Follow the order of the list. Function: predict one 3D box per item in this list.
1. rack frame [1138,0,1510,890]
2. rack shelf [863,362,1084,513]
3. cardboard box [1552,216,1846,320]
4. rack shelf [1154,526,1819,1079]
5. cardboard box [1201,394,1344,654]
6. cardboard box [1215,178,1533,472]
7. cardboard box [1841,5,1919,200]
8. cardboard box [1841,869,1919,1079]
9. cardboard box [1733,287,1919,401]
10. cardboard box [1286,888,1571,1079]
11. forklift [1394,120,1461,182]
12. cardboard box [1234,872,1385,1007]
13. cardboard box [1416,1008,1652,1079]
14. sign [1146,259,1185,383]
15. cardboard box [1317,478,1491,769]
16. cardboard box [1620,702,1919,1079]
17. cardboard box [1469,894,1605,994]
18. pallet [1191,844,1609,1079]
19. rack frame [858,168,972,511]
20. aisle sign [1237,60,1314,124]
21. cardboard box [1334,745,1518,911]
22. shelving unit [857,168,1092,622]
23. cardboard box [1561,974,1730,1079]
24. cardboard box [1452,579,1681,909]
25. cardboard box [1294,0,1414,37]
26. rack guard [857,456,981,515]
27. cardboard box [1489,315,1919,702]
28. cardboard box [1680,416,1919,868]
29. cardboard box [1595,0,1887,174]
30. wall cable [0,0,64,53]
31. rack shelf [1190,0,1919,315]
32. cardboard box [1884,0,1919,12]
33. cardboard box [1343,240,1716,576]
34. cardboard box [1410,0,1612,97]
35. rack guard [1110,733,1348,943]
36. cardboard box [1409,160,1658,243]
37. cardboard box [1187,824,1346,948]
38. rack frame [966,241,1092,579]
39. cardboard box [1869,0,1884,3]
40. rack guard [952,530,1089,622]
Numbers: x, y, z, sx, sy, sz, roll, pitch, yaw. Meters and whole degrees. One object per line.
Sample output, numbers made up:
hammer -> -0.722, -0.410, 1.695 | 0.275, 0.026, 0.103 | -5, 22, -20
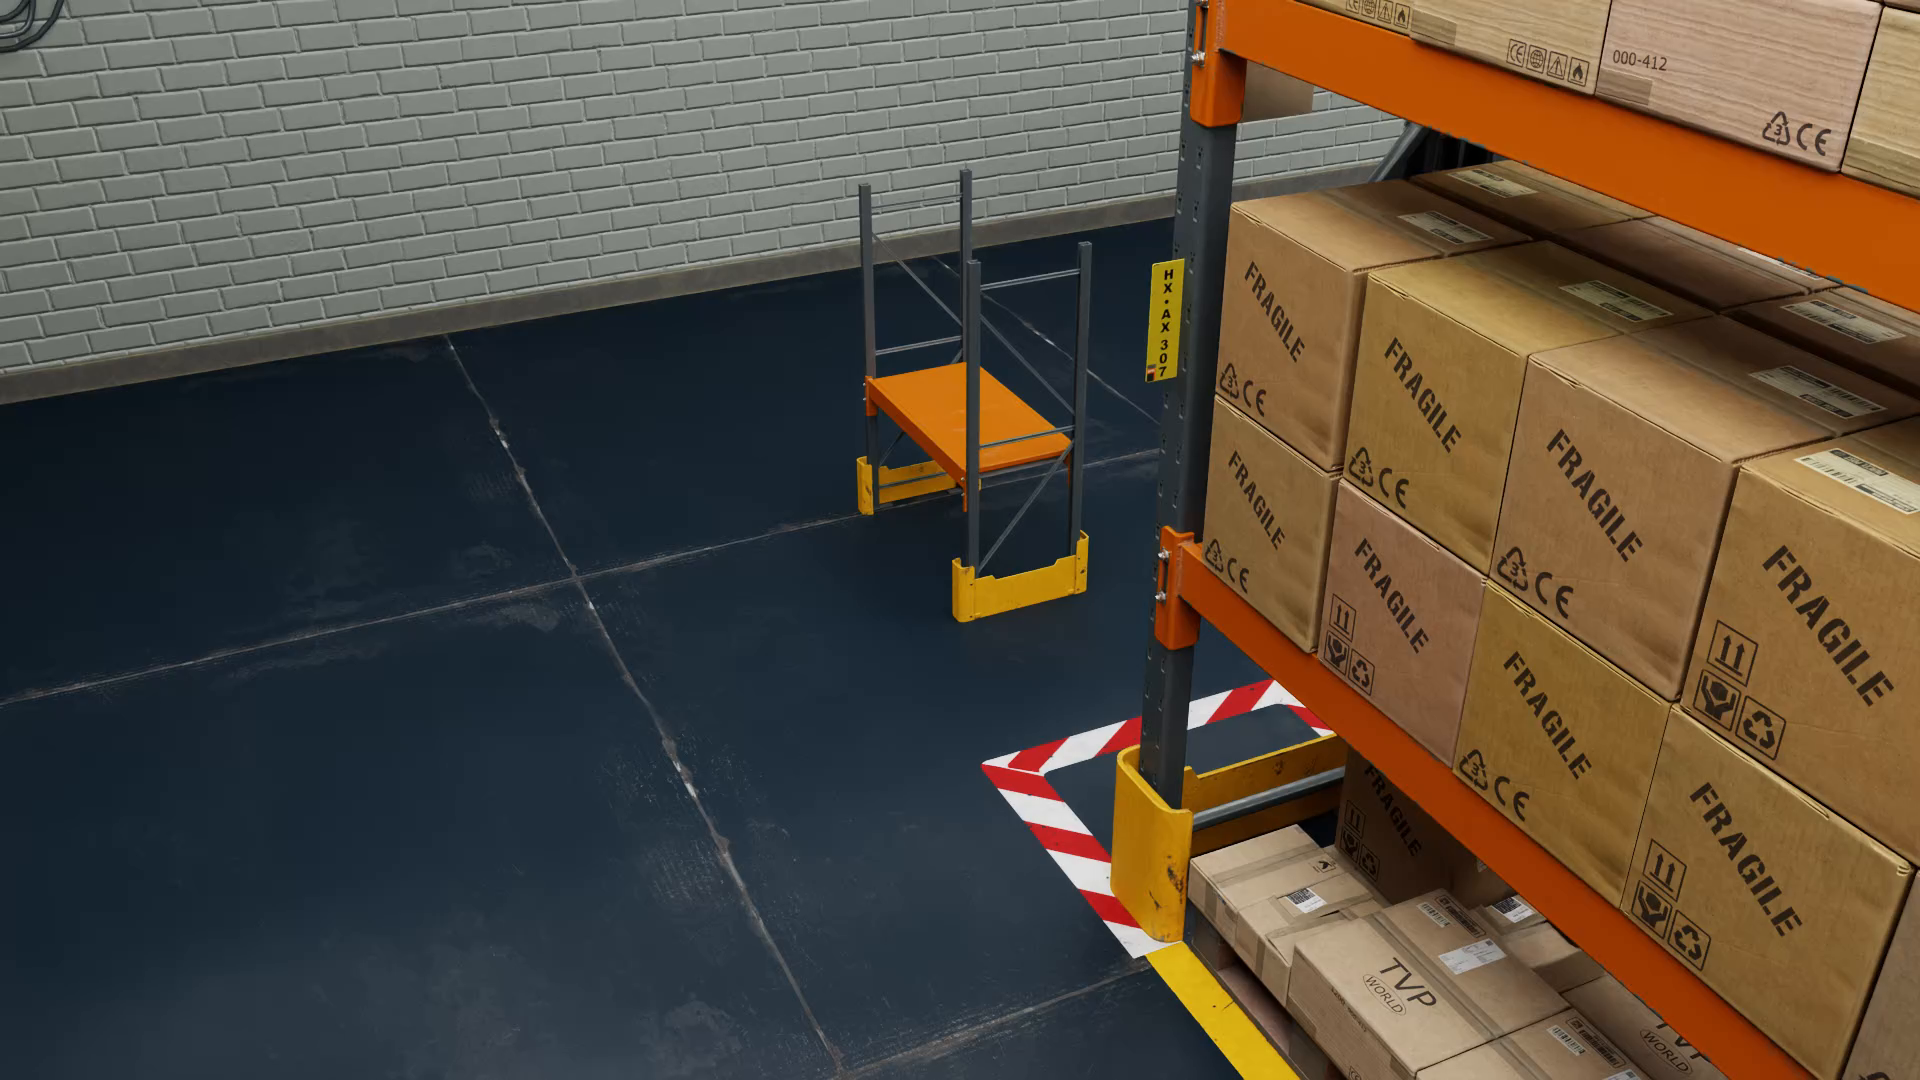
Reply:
rack frame -> 1.024, -0.303, 4.723 | 1.000, 3.000, 0.127 | -13, 32, -22
rack shelf -> 0.037, -0.460, 6.904 | 0.538, 0.185, 1.000 | -13, 32, -22
cardboard box -> 1.681, -0.421, 3.809 | 0.500, 0.500, 0.500 | -12, 32, -21
rack shelf -> 1.882, 0.895, 3.323 | 1.077, 0.370, 4.000 | -13, 32, -22
cardboard box -> 0.976, -0.095, 4.250 | 0.500, 0.500, 0.500 | -12, 32, -21
cardboard box -> 0.976, -0.531, 4.006 | 0.500, 0.500, 0.500 | -12, 31, -20
cardboard box -> 1.654, -0.602, 2.343 | 0.500, 0.250, 0.500 | -13, 32, -22
cardboard box -> 1.849, 0.800, 2.655 | 0.500, 0.500, 0.500 | -12, 32, -21
cardboard box -> 1.908, -0.193, 3.402 | 0.500, 0.500, 0.500 | -12, 32, -21
cardboard box -> 1.216, 1.225, 4.360 | 0.500, 0.250, 0.500 | -13, 32, -22
forklift -> 2.636, -1.466, 6.868 | 3.031, 2.935, 1.130 | -3, 29, -6
cardboard box -> 1.000, 1.109, 4.653 | 0.380, 0.166, 0.250 | -13, 32, -22
cardboard box -> 1.430, 1.446, 3.966 | 0.500, 0.250, 0.500 | -13, 32, -22
sign -> 0.534, -0.566, 4.308 | 0.100, 0.325, 0.005 | -13, 32, -22
cardboard box -> 1.202, 0.132, 3.846 | 0.500, 0.500, 0.500 | -13, 32, -22
cardboard box -> 1.628, 0.575, 3.055 | 0.500, 0.500, 0.500 | -13, 32, -21
cardboard box -> 1.572, 1.127, 4.620 | 0.380, 0.166, 0.250 | -13, 32, -22
pallet -> 1.399, 1.299, 4.718 | 1.003, 0.211, 1.213 | -13, 32, -22
rack frame -> -0.182, -0.841, 7.216 | 0.500, 1.500, 0.032 | -13, 32, -22
aisle sign -> 0.729, -1.405, 4.031 | 0.394, 0.787, 0.004 | -13, 32, -22
cardboard box -> 1.480, 0.784, 4.891 | 0.500, 0.500, 0.500 | -13, 32, -22
shelving unit -> 0.033, -0.620, 6.823 | 0.587, 1.500, 1.083 | -13, 32, -22
cardboard box -> 1.860, 1.319, 4.192 | 0.500, 0.250, 0.500 | -13, 32, -22
cardboard box -> 1.415, 0.354, 3.449 | 0.500, 0.500, 0.500 | -13, 32, -22
cardboard box -> 1.015, -1.265, 3.526 | 0.500, 0.250, 0.500 | -13, 32, -22
rack guard -> -0.181, -0.295, 7.521 | 0.587, 0.250, 0.087 | -13, 32, -22
cardboard box -> 1.418, -0.080, 3.201 | 0.500, 0.500, 0.500 | -13, 32, -21
cardboard box -> 1.636, 0.144, 2.801 | 0.500, 0.500, 0.500 | -13, 32, -22
cardboard box -> 1.434, -0.821, 2.734 | 0.500, 0.250, 0.500 | -13, 32, -22
wall cable -> -5.554, -3.097, 6.747 | 3.097, 2.526, 0.112 | -13, 32, -22
rack shelf -> 1.882, -0.414, 2.590 | 1.077, 0.370, 4.000 | -13, 32, -22
cardboard box -> 1.649, -0.819, 2.218 | 0.500, 0.250, 0.500 | -13, 32, -22
cardboard box -> 1.207, -0.302, 3.597 | 0.500, 0.500, 0.500 | -13, 32, -21
cardboard box -> 1.218, -1.042, 3.127 | 0.500, 0.250, 0.500 | -13, 32, -22
rack guard -> 1.056, 0.821, 5.275 | 1.175, 0.500, 0.348 | -13, 32, -22
cardboard box -> 1.463, -0.644, 4.206 | 0.500, 0.500, 0.500 | -13, 32, -22
cardboard box -> 0.893, 1.006, 4.854 | 0.380, 0.149, 0.250 | -13, 32, -22
rack frame -> 0.255, -0.392, 6.416 | 0.500, 1.500, 0.032 | -13, 32, -22
cardboard box -> 1.438, -1.040, 2.614 | 0.500, 0.250, 0.500 | -13, 32, -22
rack guard -> 0.247, 0.145, 6.736 | 0.587, 0.250, 0.087 | -13, 32, -22
